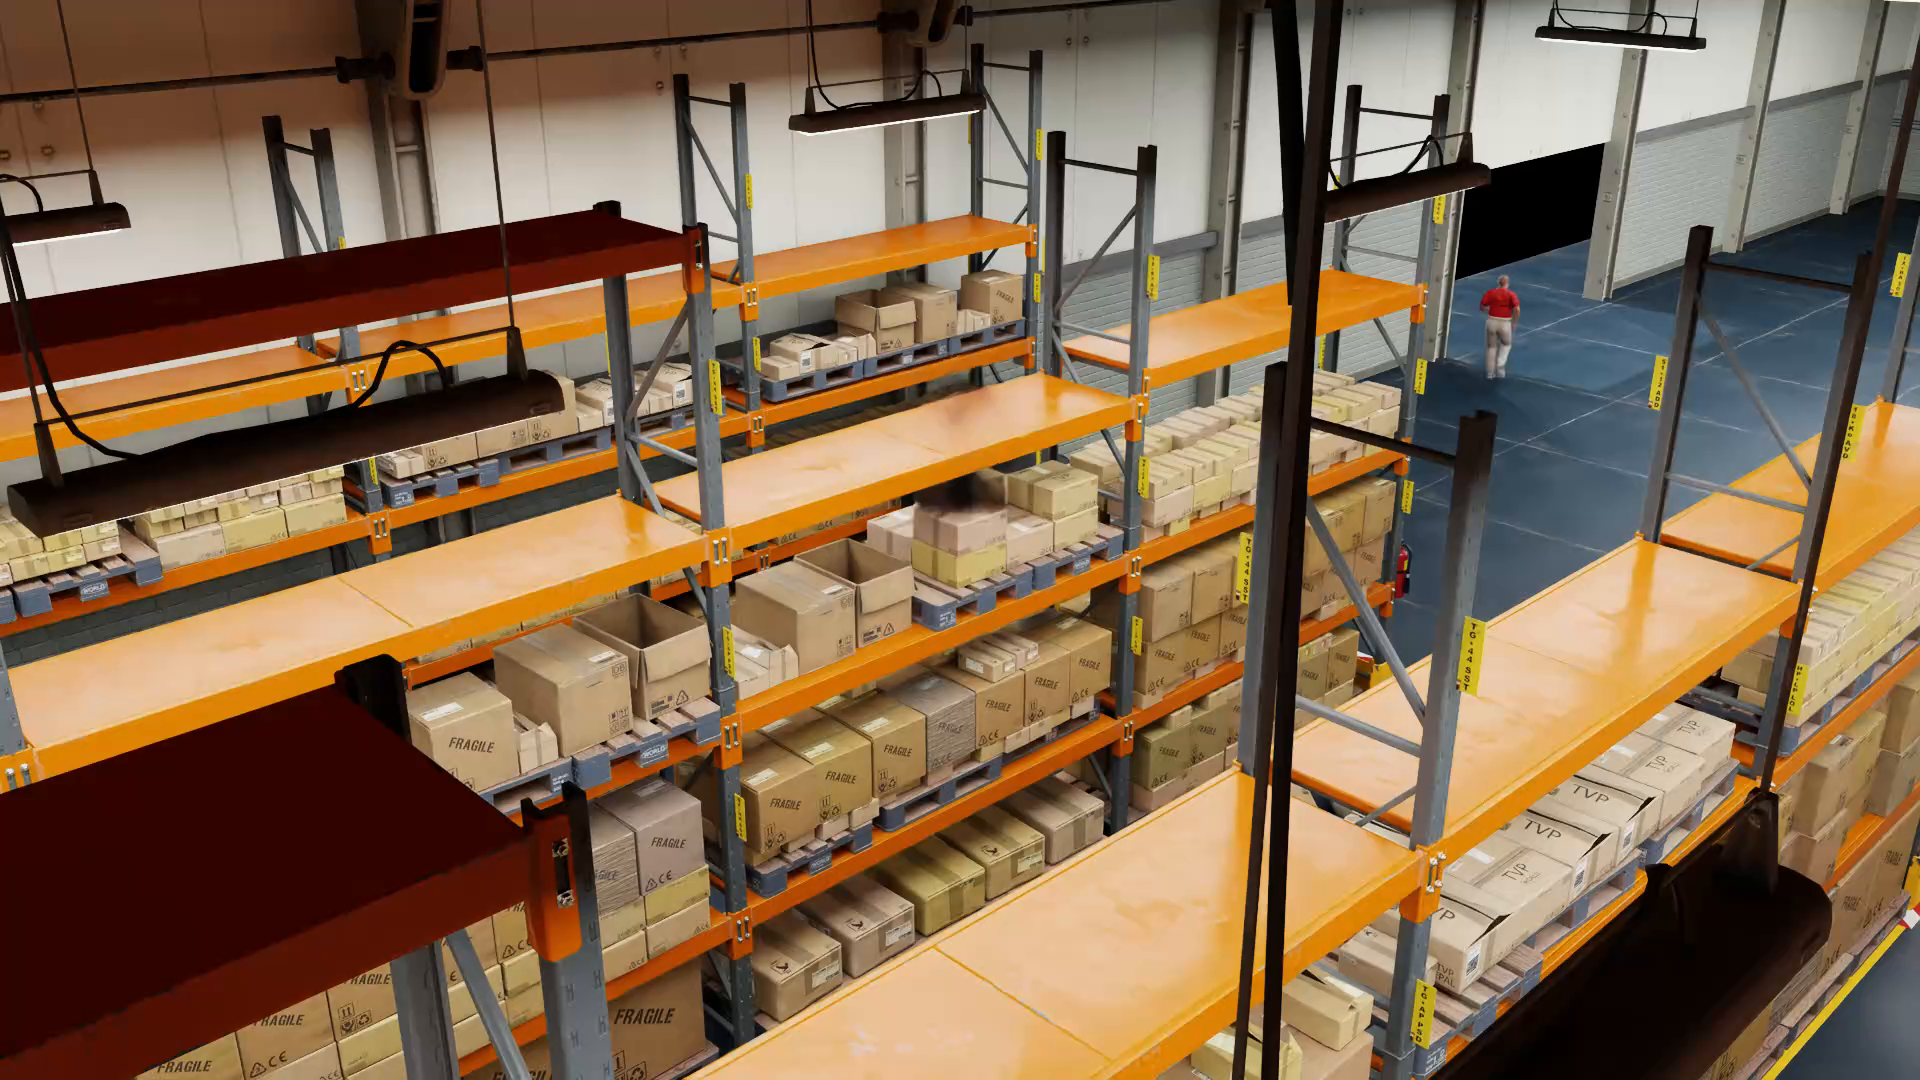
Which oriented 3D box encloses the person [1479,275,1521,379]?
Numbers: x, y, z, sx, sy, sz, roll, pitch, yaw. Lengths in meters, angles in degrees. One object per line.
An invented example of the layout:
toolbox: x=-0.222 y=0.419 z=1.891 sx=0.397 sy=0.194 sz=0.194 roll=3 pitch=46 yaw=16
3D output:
person: x=8.779 y=-3.491 z=27.080 sx=0.668 sy=1.694 sz=0.604 roll=11 pitch=25 yaw=24
